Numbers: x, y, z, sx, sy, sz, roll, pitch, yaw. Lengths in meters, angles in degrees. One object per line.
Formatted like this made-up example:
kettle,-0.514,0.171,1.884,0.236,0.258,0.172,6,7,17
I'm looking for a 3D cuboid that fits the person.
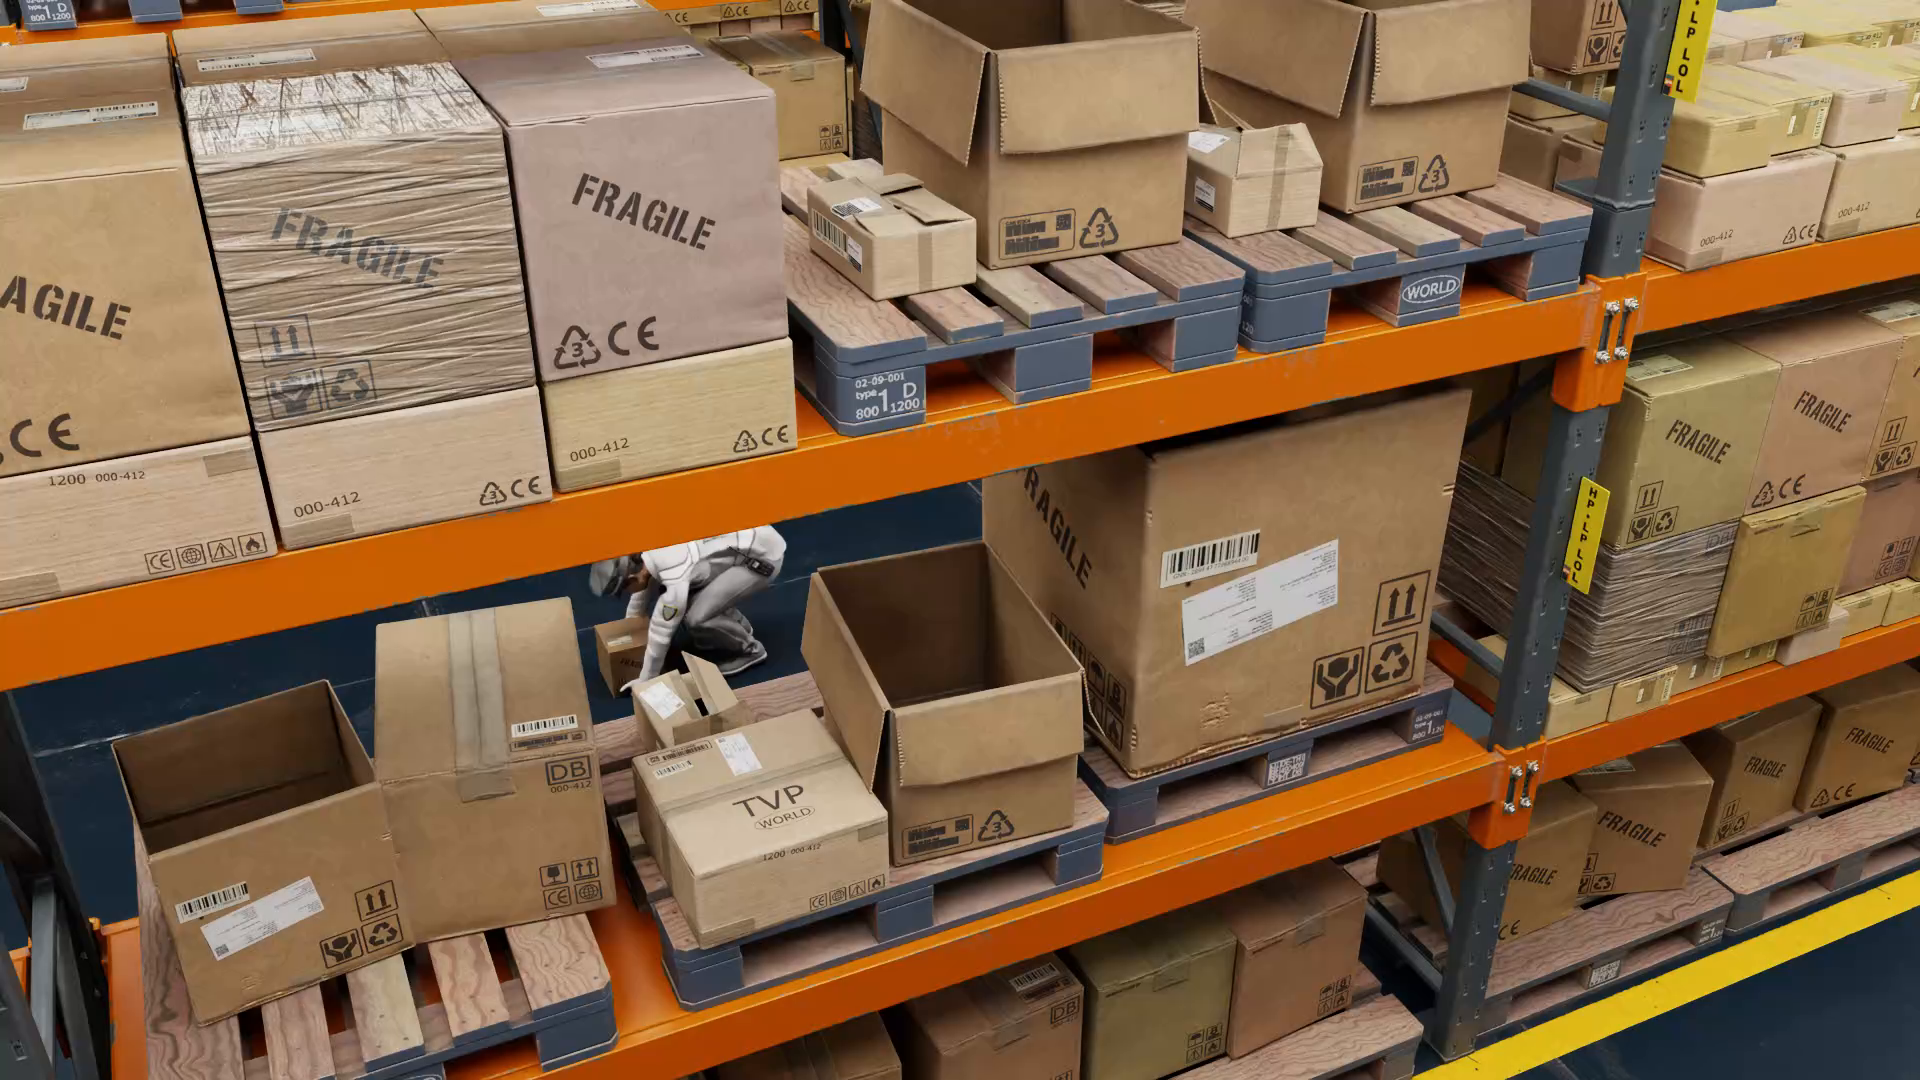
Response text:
person,-1.236,0.260,7.616,0.915,0.761,0.455,-14,32,-23
